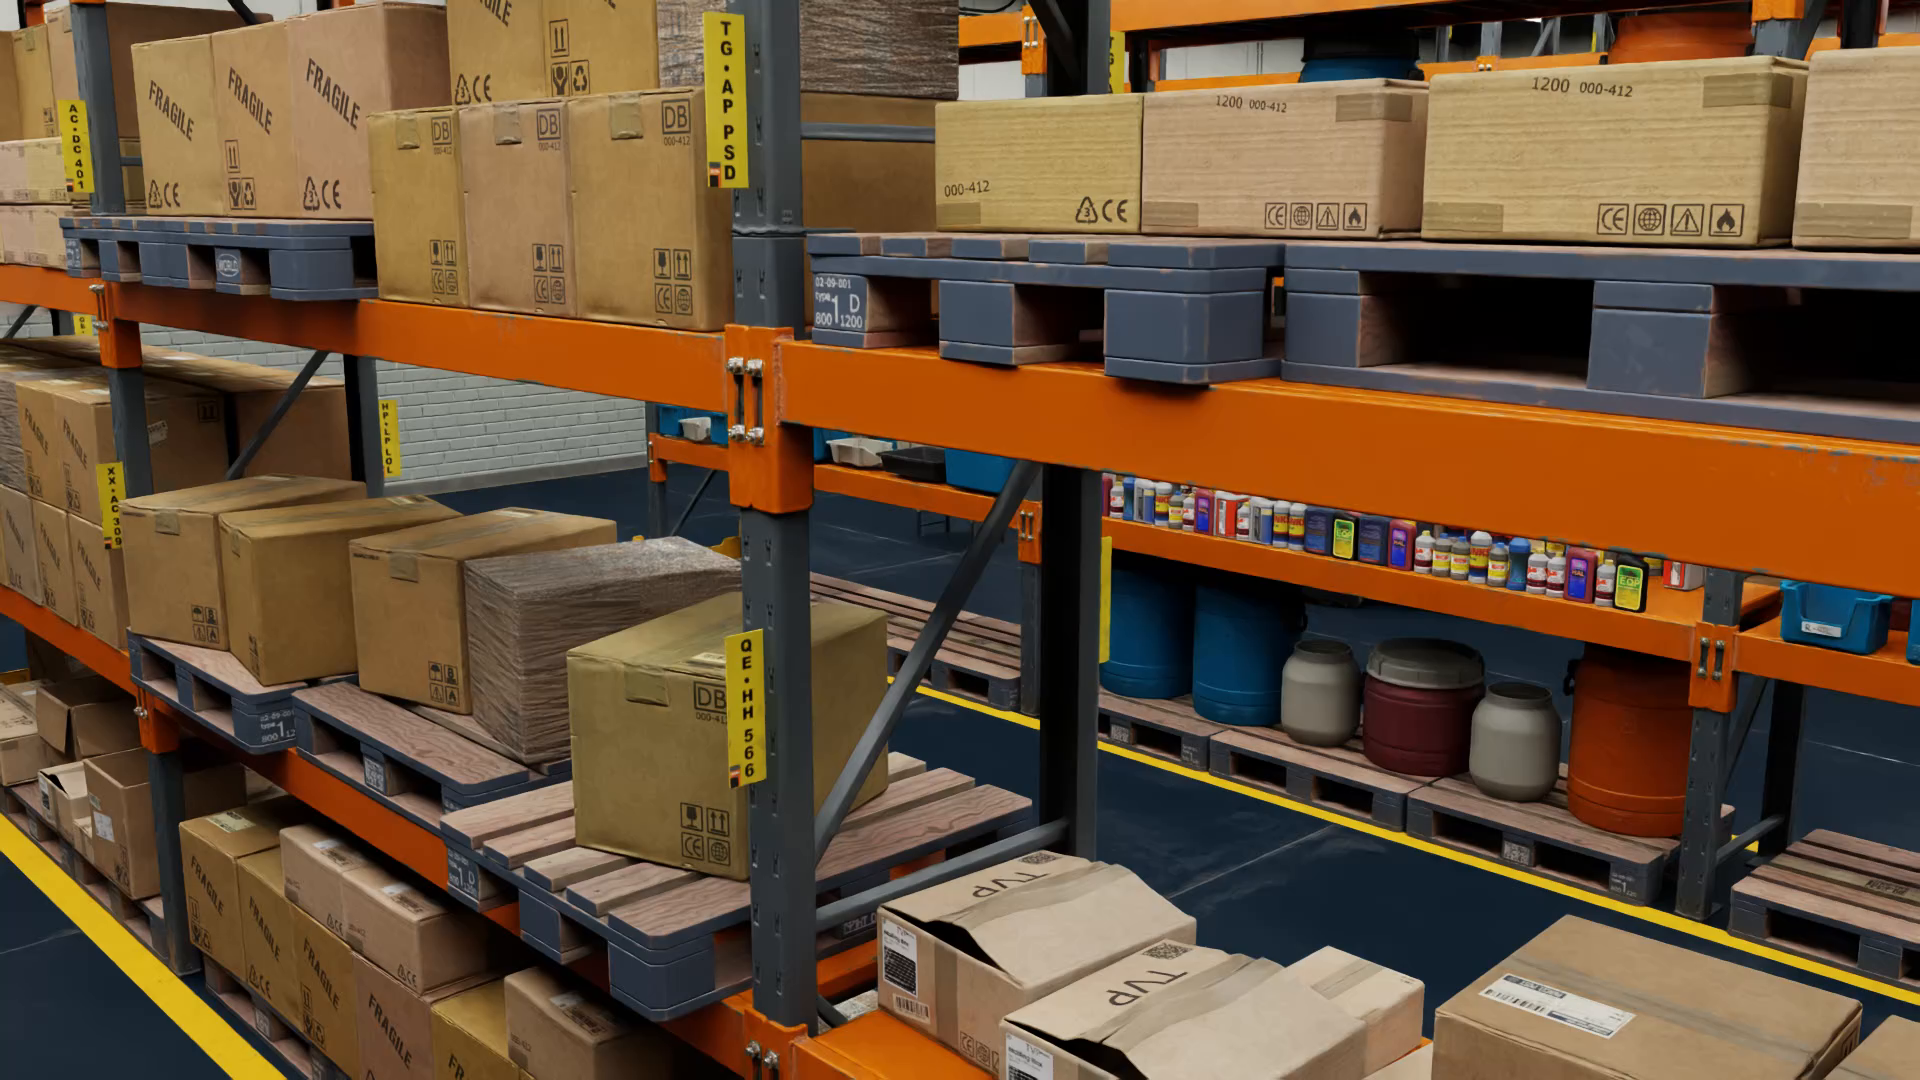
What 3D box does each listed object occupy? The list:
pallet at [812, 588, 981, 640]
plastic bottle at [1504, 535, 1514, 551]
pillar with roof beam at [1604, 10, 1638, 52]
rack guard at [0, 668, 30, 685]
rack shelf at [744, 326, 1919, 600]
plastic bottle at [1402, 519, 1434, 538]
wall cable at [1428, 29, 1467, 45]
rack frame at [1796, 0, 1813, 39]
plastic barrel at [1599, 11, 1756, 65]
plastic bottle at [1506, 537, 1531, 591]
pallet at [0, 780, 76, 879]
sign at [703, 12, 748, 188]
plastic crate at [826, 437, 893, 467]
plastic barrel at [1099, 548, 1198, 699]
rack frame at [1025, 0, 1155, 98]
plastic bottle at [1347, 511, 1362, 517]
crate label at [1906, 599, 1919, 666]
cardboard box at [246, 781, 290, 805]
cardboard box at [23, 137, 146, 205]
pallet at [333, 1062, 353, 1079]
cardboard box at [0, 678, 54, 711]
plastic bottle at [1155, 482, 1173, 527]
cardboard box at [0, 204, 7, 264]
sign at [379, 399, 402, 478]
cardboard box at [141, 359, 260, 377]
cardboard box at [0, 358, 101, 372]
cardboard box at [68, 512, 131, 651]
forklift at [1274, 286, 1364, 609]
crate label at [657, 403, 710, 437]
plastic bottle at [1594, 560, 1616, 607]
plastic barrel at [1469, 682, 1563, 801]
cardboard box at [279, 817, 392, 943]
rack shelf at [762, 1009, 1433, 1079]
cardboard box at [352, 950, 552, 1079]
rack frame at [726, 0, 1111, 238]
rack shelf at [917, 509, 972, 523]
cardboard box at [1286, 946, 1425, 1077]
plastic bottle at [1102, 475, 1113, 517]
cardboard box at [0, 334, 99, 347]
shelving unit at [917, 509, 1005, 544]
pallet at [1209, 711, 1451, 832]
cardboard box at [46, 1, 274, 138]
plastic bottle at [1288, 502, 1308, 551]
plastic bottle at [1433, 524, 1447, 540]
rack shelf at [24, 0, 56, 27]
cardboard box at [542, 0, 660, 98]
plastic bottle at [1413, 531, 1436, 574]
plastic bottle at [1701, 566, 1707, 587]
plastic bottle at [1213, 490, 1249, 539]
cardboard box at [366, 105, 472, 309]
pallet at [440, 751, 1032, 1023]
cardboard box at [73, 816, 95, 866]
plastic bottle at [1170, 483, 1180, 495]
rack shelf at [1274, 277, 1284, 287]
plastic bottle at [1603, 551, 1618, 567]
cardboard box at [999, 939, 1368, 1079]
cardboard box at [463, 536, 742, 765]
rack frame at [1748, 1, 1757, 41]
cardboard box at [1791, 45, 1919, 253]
[{"bbox_3d":[-0.614,0.613,11.750,1.003,0.211,1.213,-11,16,-43],"label":"pallet"},{"bbox_3d":[2.834,-0.075,8.500,0.097,0.271,0.097,0,12,0],"label":"plastic bottle"},{"bbox_3d":[8.019,-6.677,25.358,9.100,9.000,0.548,-11,16,-43],"label":"pillar with roof beam"},{"bbox_3d":[-5.527,0.869,9.794,1.175,0.500,0.348,-11,16,-43],"label":"rack guard"},{"bbox_3d":[1.327,-0.024,2.281,1.077,0.370,4.000,-11,16,-43],"label":"rack shelf"},{"bbox_3d":[2.383,-0.158,8.706,0.144,0.351,0.185,-11,16,-43],"label":"plastic bottle"},{"bbox_3d":[9.371,-10.484,30.053,2.988,3.039,0.133,-11,16,-43],"label":"wall cable"},{"bbox_3d":[8.008,-4.777,16.137,1.000,3.000,0.127,-11,16,-43],"label":"rack frame"},{"bbox_3d":[3.141,-1.857,7.292,0.600,0.830,0.708,-11,16,-43],"label":"plastic barrel"},{"bbox_3d":[2.582,0.093,7.682,0.097,0.271,0.097,0,12,0],"label":"plastic bottle"},{"bbox_3d":[-4.137,1.305,8.395,1.003,0.211,1.213,-11,16,-43],"label":"pallet"},{"bbox_3d":[-0.448,-0.846,3.208,0.100,0.325,0.005,-11,16,-43],"label":"sign"},{"bbox_3d":[-0.652,-0.585,11.160,0.293,0.136,0.466,-11,16,-43],"label":"plastic crate"},{"bbox_3d":[1.132,0.431,9.882,0.600,0.901,0.708,-11,16,-43],"label":"plastic barrel"},{"bbox_3d":[0.768,-3.411,9.504,1.000,3.000,0.127,-11,16,-43],"label":"rack frame"},{"bbox_3d":[1.978,-0.053,8.362,0.061,0.283,0.133,-11,16,-43],"label":"plastic bottle"},{"bbox_3d":[4.021,0.277,6.386,0.502,0.435,0.616,-11,16,-43],"label":"crate label"},{"bbox_3d":[-2.950,1.227,7.432,0.500,0.311,0.500,-11,16,-43],"label":"cardboard box"},{"bbox_3d":[-3.349,-1.456,6.584,0.500,0.250,0.500,-11,16,-43],"label":"cardboard box"},{"bbox_3d":[-1.381,1.875,5.628,1.003,0.211,1.213,-11,16,-43],"label":"pallet"},{"bbox_3d":[-5.064,0.957,8.897,0.500,0.250,0.500,-11,16,-43],"label":"cardboard box"},{"bbox_3d":[1.125,-0.215,9.177,0.097,0.271,0.097,0,12,0],"label":"plastic bottle"},{"bbox_3d":[-4.034,-1.358,7.348,0.500,0.250,0.500,-11,16,-43],"label":"cardboard box"},{"bbox_3d":[-2.418,-0.428,7.023,0.100,0.325,0.005,-11,16,-43],"label":"sign"},{"bbox_3d":[-3.650,-0.580,7.904,0.500,0.500,0.500,11,16,43],"label":"cardboard box"},{"bbox_3d":[-4.404,-0.581,7.909,0.500,0.500,0.500,-11,16,-43],"label":"cardboard box"},{"bbox_3d":[-3.348,0.131,6.932,0.500,0.500,0.500,-11,16,-42],"label":"cardboard box"},{"bbox_3d":[3.033,-1.033,13.000,3.031,2.935,1.130,8,14,33],"label":"forklift"},{"bbox_3d":[-2.062,-0.922,12.556,0.416,0.233,0.303,-11,16,-43],"label":"crate label"},{"bbox_3d":[2.876,0.190,7.388,0.097,0.201,0.097,0,12,0],"label":"plastic bottle"},{"bbox_3d":[2.726,0.985,8.159,0.421,0.512,0.421,0,12,0],"label":"plastic barrel"},{"bbox_3d":[-1.968,1.109,5.678,0.500,0.250,0.500,-11,16,-42],"label":"cardboard box"},{"bbox_3d":[1.327,1.445,2.584,1.077,0.370,4.000,-11,16,-43],"label":"rack shelf"},{"bbox_3d":[-1.594,1.555,5.374,0.500,0.500,0.500,11,16,43],"label":"cardboard box"},{"bbox_3d":[-0.054,-2.137,3.323,1.000,3.000,0.127,-11,16,-43],"label":"rack frame"},{"bbox_3d":[0.005,-0.414,15.160,0.431,0.370,0.720,-11,16,-43],"label":"rack shelf"},{"bbox_3d":[0.766,1.017,3.503,0.380,0.149,0.250,-11,16,-43],"label":"cardboard box"},{"bbox_3d":[0.805,-0.283,9.478,0.061,0.283,0.133,-11,16,-43],"label":"plastic bottle"},{"bbox_3d":[-5.073,-0.879,9.355,0.500,0.500,0.500,-11,16,-43],"label":"cardboard box"},{"bbox_3d":[0.005,-0.734,15.094,0.431,1.500,0.755,-11,16,-43],"label":"shelving unit"},{"bbox_3d":[2.118,1.190,8.951,1.003,0.211,1.213,-11,16,-43],"label":"pallet"},{"bbox_3d":[-3.180,-1.856,6.667,0.700,0.500,0.500,-11,16,-43],"label":"cardboard box"},{"bbox_3d":[1.740,-0.085,8.547,0.097,0.271,0.097,0,12,0],"label":"plastic bottle"},{"bbox_3d":[2.508,-0.138,8.796,0.152,0.276,0.135,-11,16,-43],"label":"plastic bottle"},{"bbox_3d":[-4.198,-2.659,7.646,1.077,0.370,4.000,-11,16,-43],"label":"rack shelf"},{"bbox_3d":[-0.703,-1.346,4.189,0.500,0.500,0.500,-11,16,-43],"label":"cardboard box"},{"bbox_3d":[2.246,0.057,8.034,0.097,0.201,0.097,0,12,0],"label":"plastic bottle"},{"bbox_3d":[3.466,0.064,7.813,0.152,0.276,0.135,-11,16,-43],"label":"plastic bottle"},{"bbox_3d":[1.452,-0.156,8.880,0.152,0.276,0.135,-11,16,-43],"label":"plastic bottle"},{"bbox_3d":[-1.091,-0.926,4.631,0.910,0.500,0.500,-11,16,-43],"label":"cardboard box"},{"bbox_3d":[-0.573,0.806,4.380,1.213,0.211,1.003,-11,16,-43],"label":"pallet"},{"bbox_3d":[-3.718,1.308,7.442,0.380,0.149,0.250,-11,16,-43],"label":"cardboard box"},{"bbox_3d":[1.274,-0.399,10.061,0.152,0.276,0.135,-11,16,-43],"label":"plastic bottle"},{"bbox_3d":[2.149,-1.297,8.462,1.077,0.370,4.000,-11,16,-43],"label":"rack shelf"},{"bbox_3d":[3.146,-0.004,8.141,0.152,0.276,0.135,-11,16,-43],"label":"plastic bottle"},{"bbox_3d":[0.423,1.002,3.173,0.500,0.311,0.500,-11,16,-43],"label":"cardboard box"},{"bbox_3d":[-1.064,0.310,5.023,0.700,0.500,0.500,-7,14,-32],"label":"cardboard box"},{"bbox_3d":[12.343,-6.758,25.750,1.000,3.000,0.127,-11,16,-43],"label":"rack frame"},{"bbox_3d":[1.432,-0.504,2.161,0.500,0.250,0.500,10,15,40],"label":"cardboard box"}]
